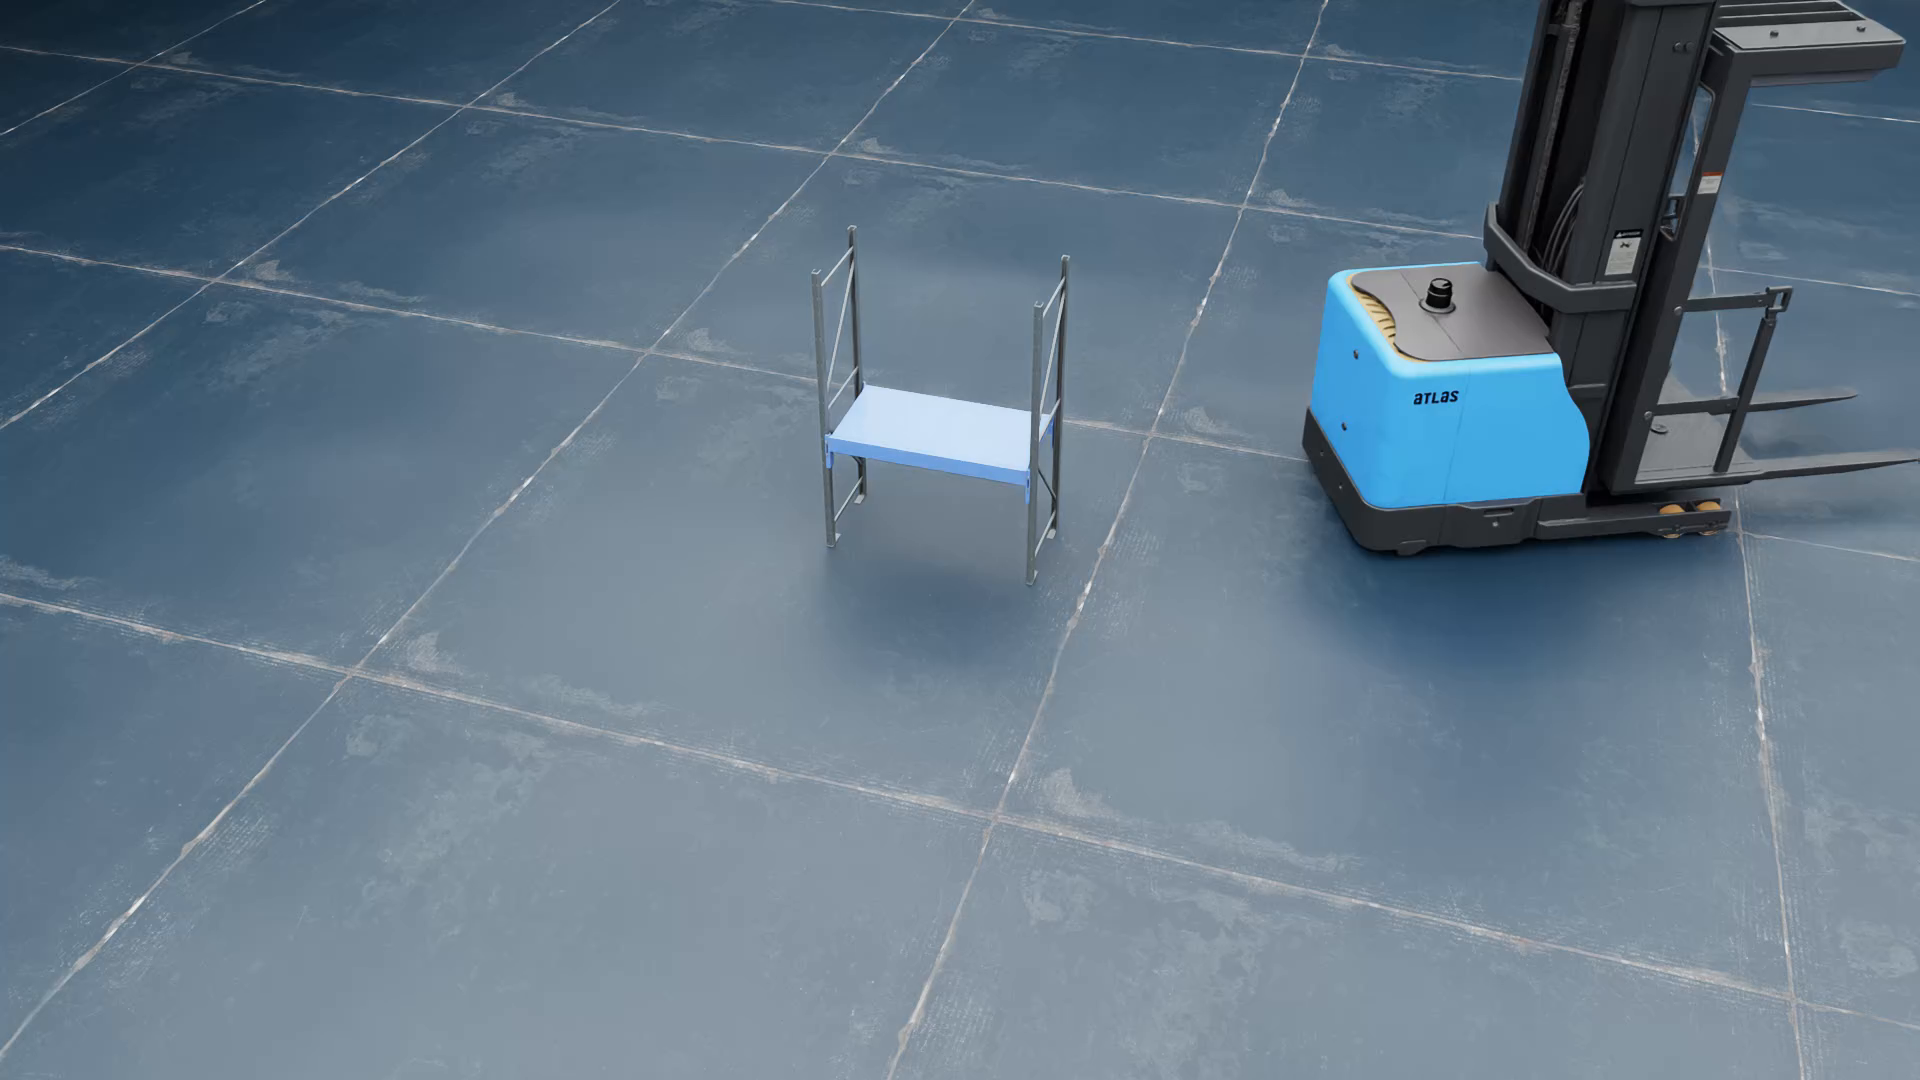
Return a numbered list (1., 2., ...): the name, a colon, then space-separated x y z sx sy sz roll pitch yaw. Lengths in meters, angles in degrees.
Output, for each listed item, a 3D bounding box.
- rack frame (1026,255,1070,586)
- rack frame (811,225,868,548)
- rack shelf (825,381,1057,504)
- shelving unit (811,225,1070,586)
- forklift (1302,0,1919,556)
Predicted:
1. rack frame: 0.404 -0.529 7.704 0.032 1.500 0.500 10 38 14
2. rack frame: -0.567 -0.709 7.948 0.032 1.500 0.500 10 38 14
3. rack shelf: -0.081 -0.474 7.933 1.000 0.185 0.538 10 38 14
4. shelving unit: -0.081 -0.619 7.826 1.048 1.500 0.538 10 38 14
5. forklift: 3.372 -1.495 7.809 3.031 2.935 1.130 -5 37 -6
